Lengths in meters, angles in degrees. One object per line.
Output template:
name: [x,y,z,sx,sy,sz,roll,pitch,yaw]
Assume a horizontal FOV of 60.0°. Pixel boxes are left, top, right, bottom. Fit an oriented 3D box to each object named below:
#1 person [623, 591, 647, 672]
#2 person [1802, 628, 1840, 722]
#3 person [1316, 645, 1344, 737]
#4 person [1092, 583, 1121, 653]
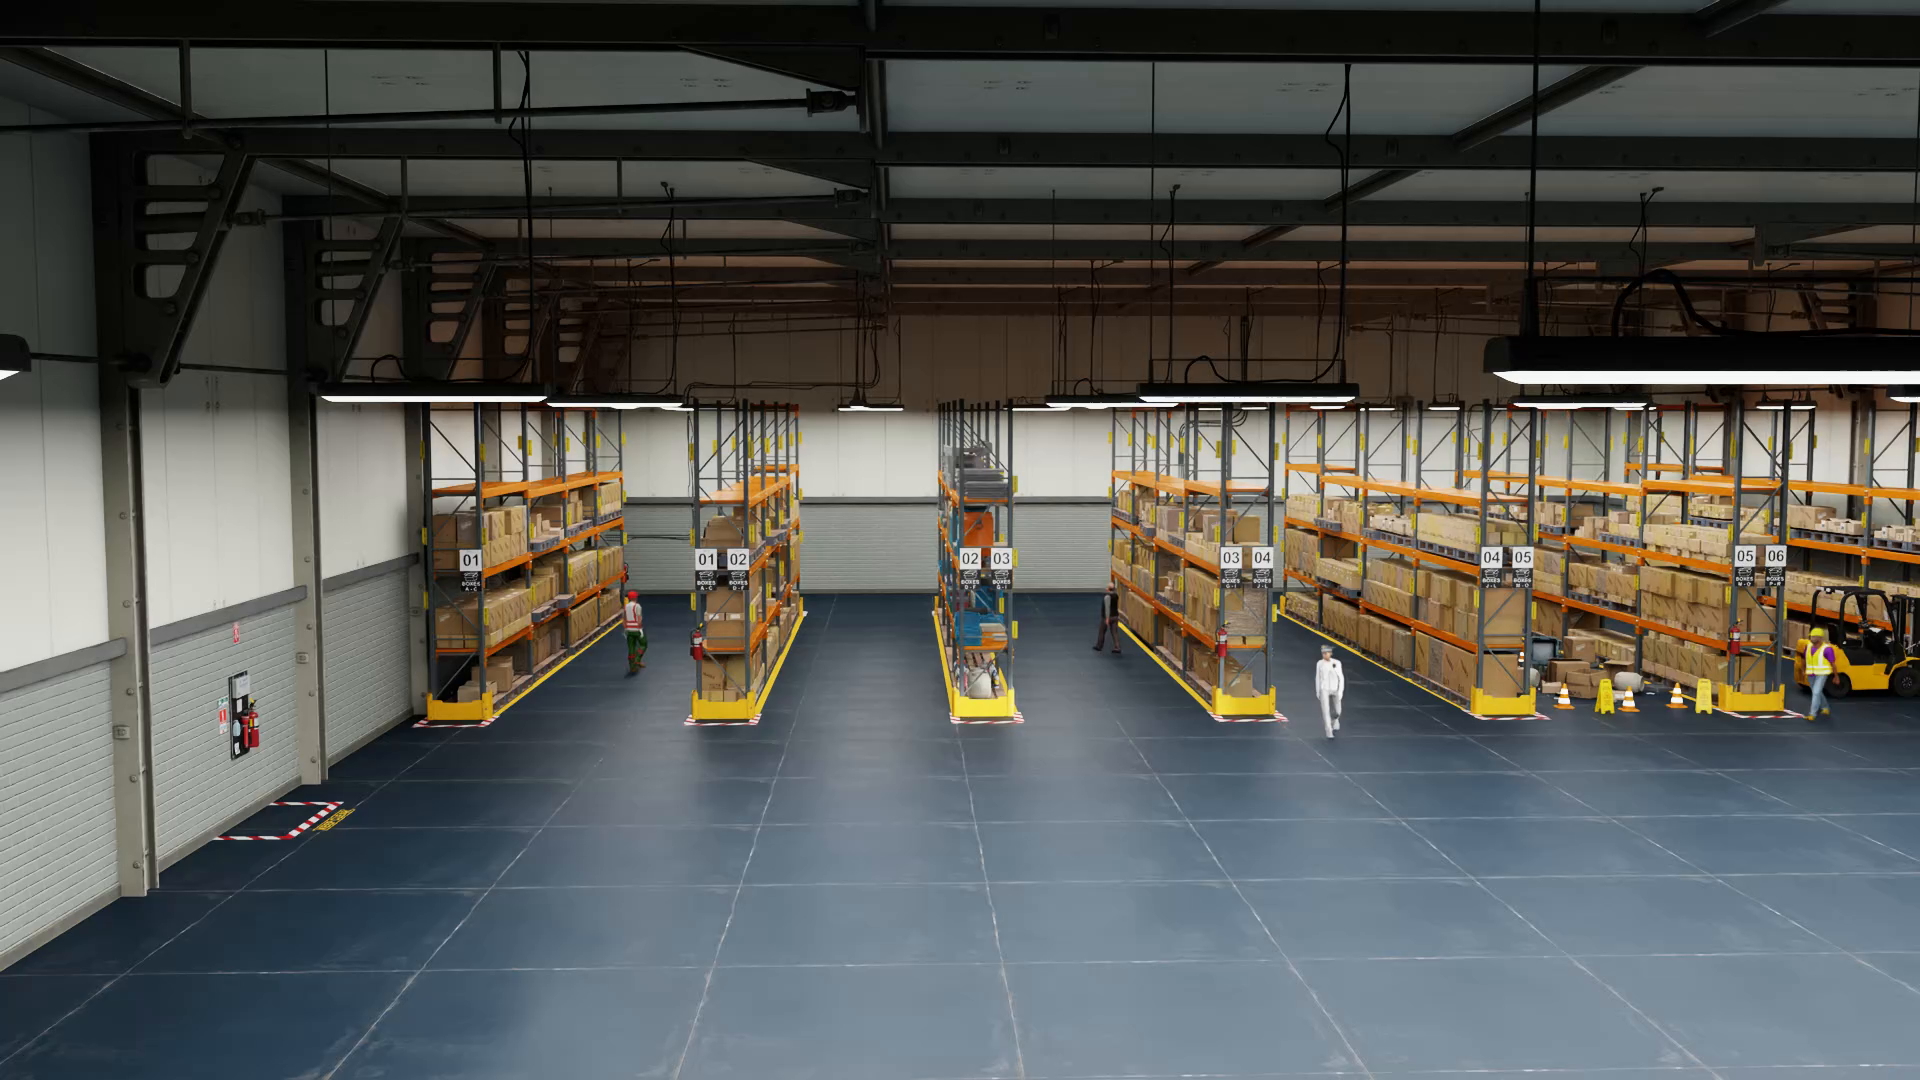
person: [-7.254,2.020,36.956,0.571,1.779,0.499,1,4,11]
person: [16.045,2.509,31.068,1.056,1.718,0.689,-3,5,-32]
person: [6.584,2.663,29.599,0.480,1.599,0.907,1,4,7]
person: [3.553,1.851,39.794,0.502,1.661,0.987,-3,5,-31]
